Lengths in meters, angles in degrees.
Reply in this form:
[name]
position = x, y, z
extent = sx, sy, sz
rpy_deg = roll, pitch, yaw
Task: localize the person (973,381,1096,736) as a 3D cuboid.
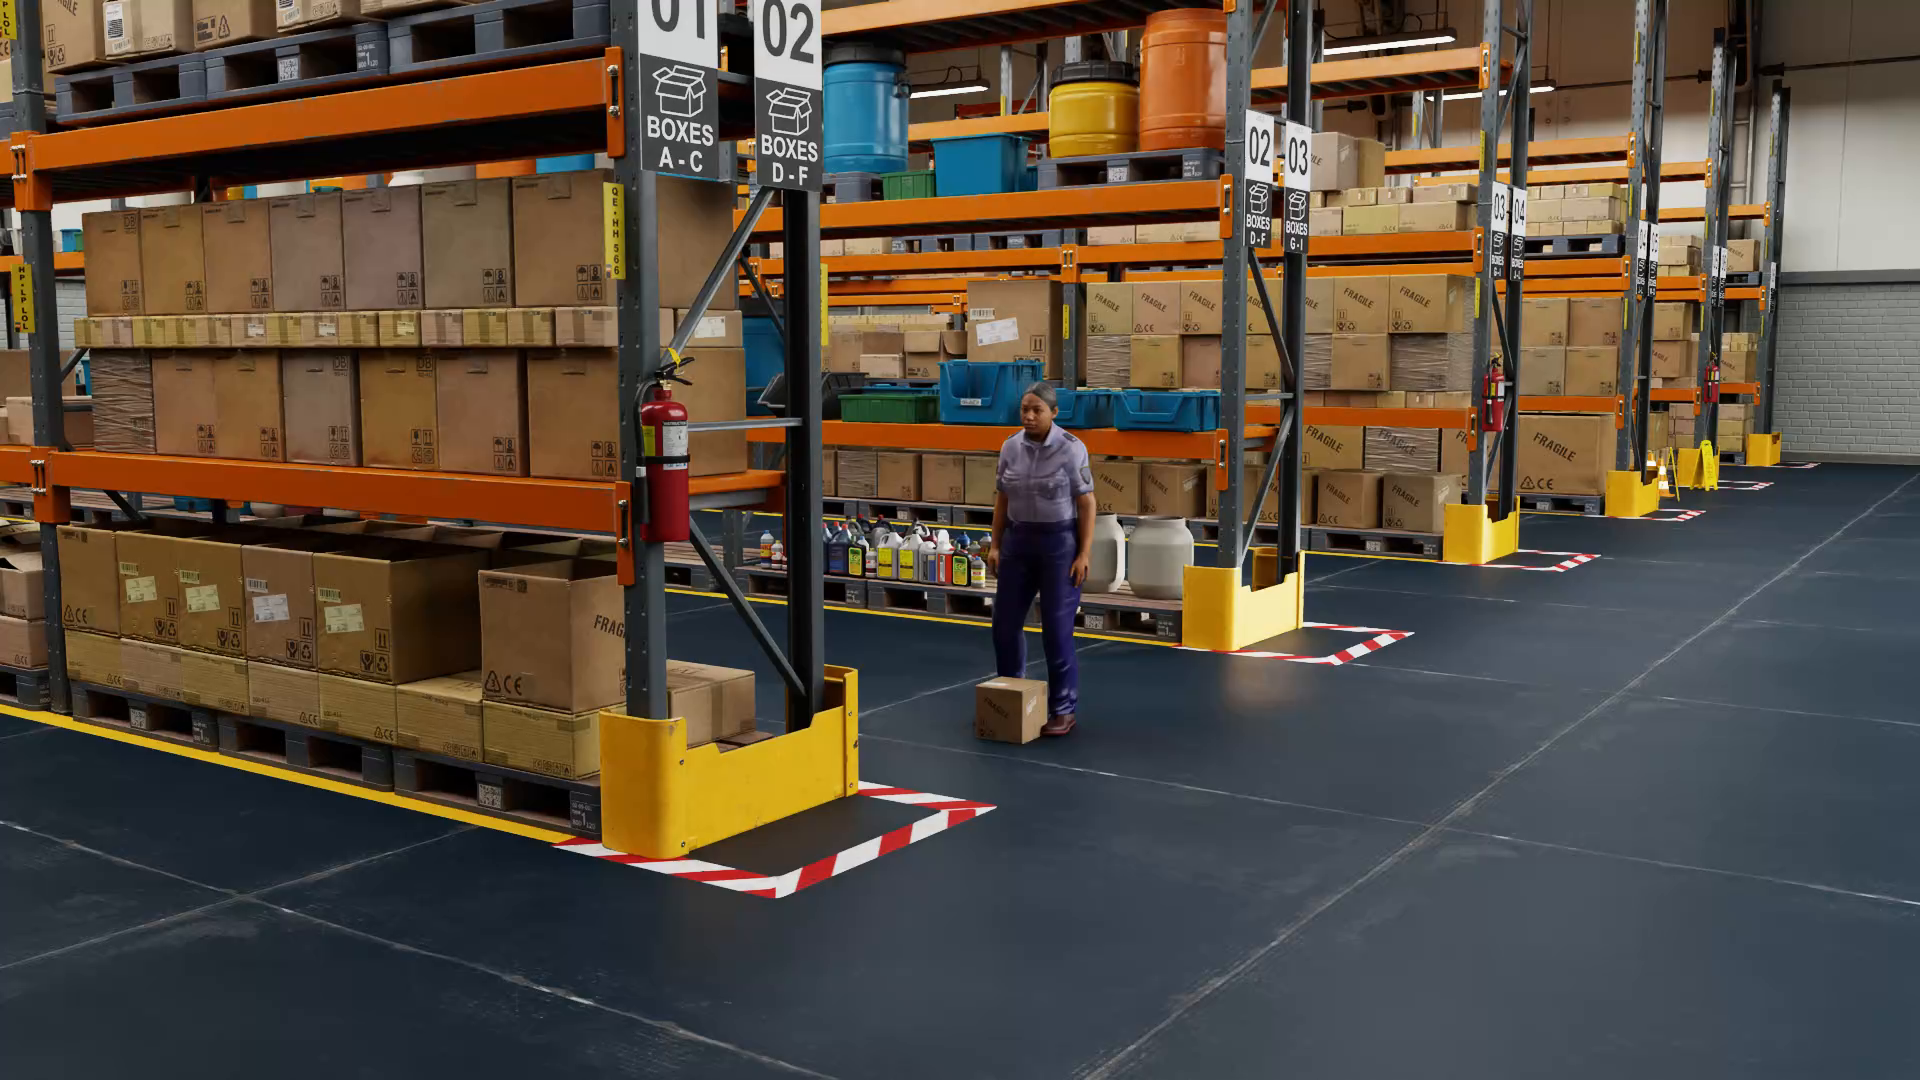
[person]
position = 0.368, 0.075, 7.877
extent = 0.561, 1.651, 0.379
rpy_deg = 4, 7, 30
